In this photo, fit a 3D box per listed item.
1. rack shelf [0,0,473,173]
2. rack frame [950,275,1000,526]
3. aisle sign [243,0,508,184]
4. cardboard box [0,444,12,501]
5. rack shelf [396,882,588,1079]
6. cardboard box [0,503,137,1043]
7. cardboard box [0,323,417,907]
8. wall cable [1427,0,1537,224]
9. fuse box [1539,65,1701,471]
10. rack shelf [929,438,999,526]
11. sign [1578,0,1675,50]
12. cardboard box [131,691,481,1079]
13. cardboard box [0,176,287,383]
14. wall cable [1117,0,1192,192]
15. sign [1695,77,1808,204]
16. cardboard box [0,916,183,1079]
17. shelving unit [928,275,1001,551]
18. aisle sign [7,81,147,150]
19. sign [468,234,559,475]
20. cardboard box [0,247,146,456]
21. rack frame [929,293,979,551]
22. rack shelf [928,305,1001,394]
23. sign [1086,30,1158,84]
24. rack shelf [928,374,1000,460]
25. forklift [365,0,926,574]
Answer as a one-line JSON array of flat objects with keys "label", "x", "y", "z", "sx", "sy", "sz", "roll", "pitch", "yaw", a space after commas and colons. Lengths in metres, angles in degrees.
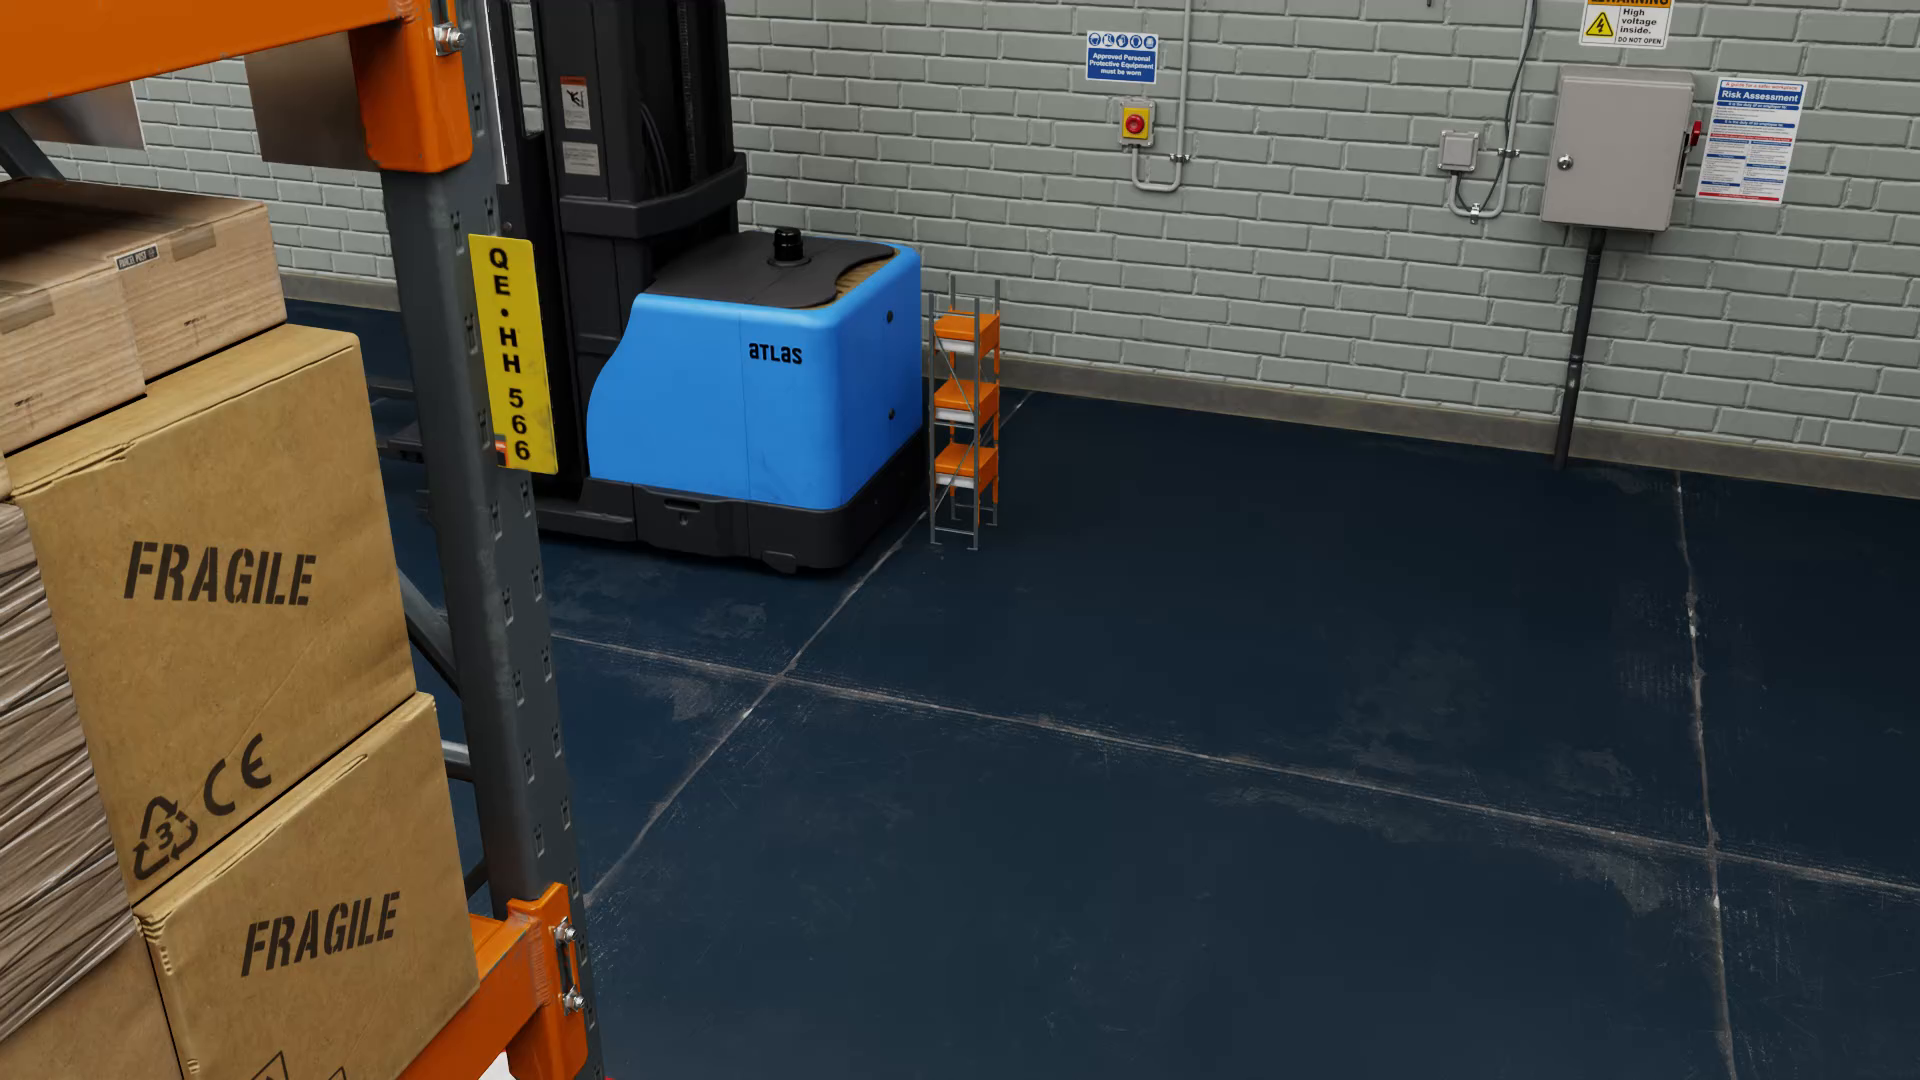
[{"label": "rack shelf", "x": -1.767, "y": 0.096, "z": 0.492, "sx": 1.077, "sy": 0.370, "sz": 4.000, "roll": 9, "pitch": 27, "yaw": 17}, {"label": "rack frame", "x": 0.058, "y": -0.545, "z": 6.670, "sx": 0.200, "sy": 1.050, "sz": 0.008, "roll": 9, "pitch": 27, "yaw": 17}, {"label": "aisle sign", "x": -0.786, "y": -0.854, "z": 2.089, "sx": 0.394, "sy": 0.787, "sz": 0.004, "roll": 9, "pitch": 27, "yaw": 17}, {"label": "cardboard box", "x": -1.101, "y": -0.084, "z": 1.474, "sx": 0.380, "sy": 0.149, "sz": 0.250, "roll": 8, "pitch": 27, "yaw": 17}, {"label": "rack shelf", "x": -1.767, "y": 1.446, "z": 1.146, "sx": 1.077, "sy": 0.370, "sz": 4.000, "roll": 9, "pitch": 27, "yaw": 17}, {"label": "cardboard box", "x": -1.184, "y": 0.257, "z": 1.514, "sx": 0.500, "sy": 0.500, "sz": 0.500, "roll": 9, "pitch": 27, "yaw": 18}, {"label": "cardboard box", "x": -1.038, "y": 0.038, "z": 1.967, "sx": 0.500, "sy": 0.500, "sz": 0.500, "roll": 10, "pitch": 27, "yaw": 19}, {"label": "wall cable", "x": 2.094, "y": -2.276, "z": 6.843, "sx": 0.588, "sy": 1.984, "sz": 0.122, "roll": 9, "pitch": 27, "yaw": 17}, {"label": "fuse box", "x": 2.685, "y": -1.075, "z": 7.008, "sx": 0.539, "sy": 1.711, "sz": 0.414, "roll": 9, "pitch": 27, "yaw": 17}, {"label": "rack shelf", "x": 0.018, "y": -0.235, "z": 6.692, "sx": 0.215, "sy": 0.259, "sz": 0.240, "roll": 9, "pitch": 27, "yaw": 17}, {"label": "sign", "x": 2.702, "y": -2.120, "z": 6.739, "sx": 0.339, "sy": 0.242, "sz": 0.001, "roll": 9, "pitch": 27, "yaw": 17}, {"label": "cardboard box", "x": -1.013, "y": 0.492, "z": 2.176, "sx": 0.500, "sy": 0.500, "sz": 0.500, "roll": 9, "pitch": 27, "yaw": 18}, {"label": "cardboard box", "x": -1.032, "y": -0.310, "z": 1.941, "sx": 0.380, "sy": 0.149, "sz": 0.250, "roll": 9, "pitch": 27, "yaw": 18}, {"label": "wall cable", "x": 0.752, "y": -2.491, "z": 7.252, "sx": 0.585, "sy": 1.953, "sz": 0.123, "roll": 9, "pitch": 27, "yaw": 17}, {"label": "sign", "x": 3.220, "y": -1.626, "z": 6.775, "sx": 0.329, "sy": 0.494, "sz": 0.001, "roll": 9, "pitch": 27, "yaw": 17}, {"label": "cardboard box", "x": -1.194, "y": 0.696, "z": 1.755, "sx": 0.500, "sy": 0.500, "sz": 0.500, "roll": 8, "pitch": 27, "yaw": 16}, {"label": "shelving unit", "x": 0.018, "y": -0.495, "z": 6.567, "sx": 0.215, "sy": 1.050, "sz": 0.252, "roll": 9, "pitch": 27, "yaw": 17}, {"label": "aisle sign", "x": -1.351, "y": -0.941, "z": 2.268, "sx": 0.394, "sy": 0.787, "sz": 0.004, "roll": 9, "pitch": 27, "yaw": 17}, {"label": "sign", "x": -0.595, "y": -0.243, "z": 2.209, "sx": 0.100, "sy": 0.325, "sz": 0.005, "roll": 9, "pitch": 27, "yaw": 17}, {"label": "cardboard box", "x": -1.094, "y": -0.202, "z": 1.719, "sx": 0.380, "sy": 0.149, "sz": 0.250, "roll": 9, "pitch": 27, "yaw": 18}, {"label": "rack frame", "x": -0.023, "y": -0.444, "z": 6.463, "sx": 0.200, "sy": 1.050, "sz": 0.008, "roll": 9, "pitch": 27, "yaw": 17}, {"label": "rack shelf", "x": 0.018, "y": -0.740, "z": 6.448, "sx": 0.215, "sy": 0.259, "sz": 0.240, "roll": 9, "pitch": 27, "yaw": 17}, {"label": "sign", "x": 0.727, "y": -2.174, "z": 7.487, "sx": 0.327, "sy": 0.218, "sz": 0.001, "roll": 9, "pitch": 27, "yaw": 17}, {"label": "rack shelf", "x": 0.018, "y": -0.485, "z": 6.571, "sx": 0.215, "sy": 0.259, "sz": 0.240, "roll": 9, "pitch": 27, "yaw": 17}, {"label": "forklift", "x": -1.719, "y": -1.561, "z": 6.610, "sx": 3.031, "sy": 2.935, "sz": 1.130, "roll": 8, "pitch": 27, "yaw": 17}]
